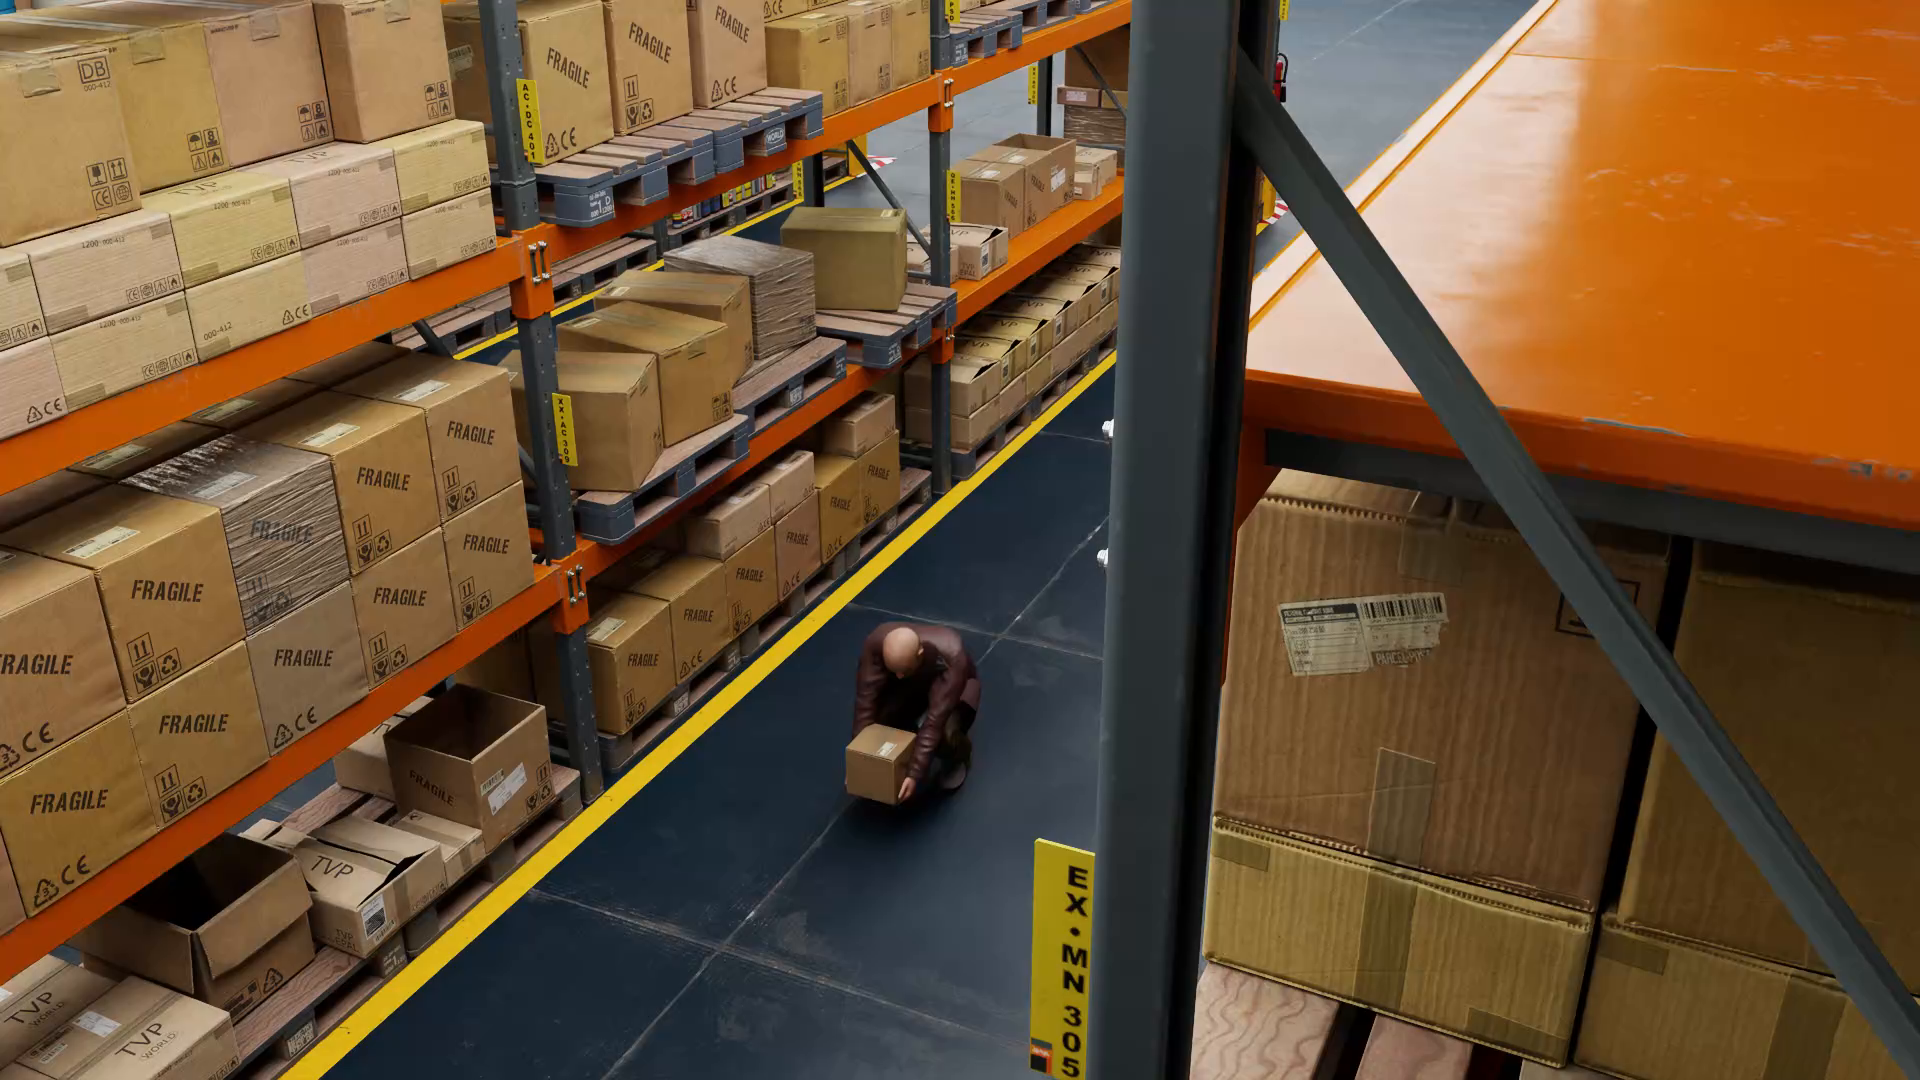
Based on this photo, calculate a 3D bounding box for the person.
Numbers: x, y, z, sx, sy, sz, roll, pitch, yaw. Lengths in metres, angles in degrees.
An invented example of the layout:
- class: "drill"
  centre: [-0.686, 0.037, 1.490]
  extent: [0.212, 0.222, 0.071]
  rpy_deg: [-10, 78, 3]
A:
- class: "person"
  centre: [-0.211, 0.757, 7.984]
  extent: [0.581, 0.979, 0.936]
  rpy_deg: [10, 28, 20]
